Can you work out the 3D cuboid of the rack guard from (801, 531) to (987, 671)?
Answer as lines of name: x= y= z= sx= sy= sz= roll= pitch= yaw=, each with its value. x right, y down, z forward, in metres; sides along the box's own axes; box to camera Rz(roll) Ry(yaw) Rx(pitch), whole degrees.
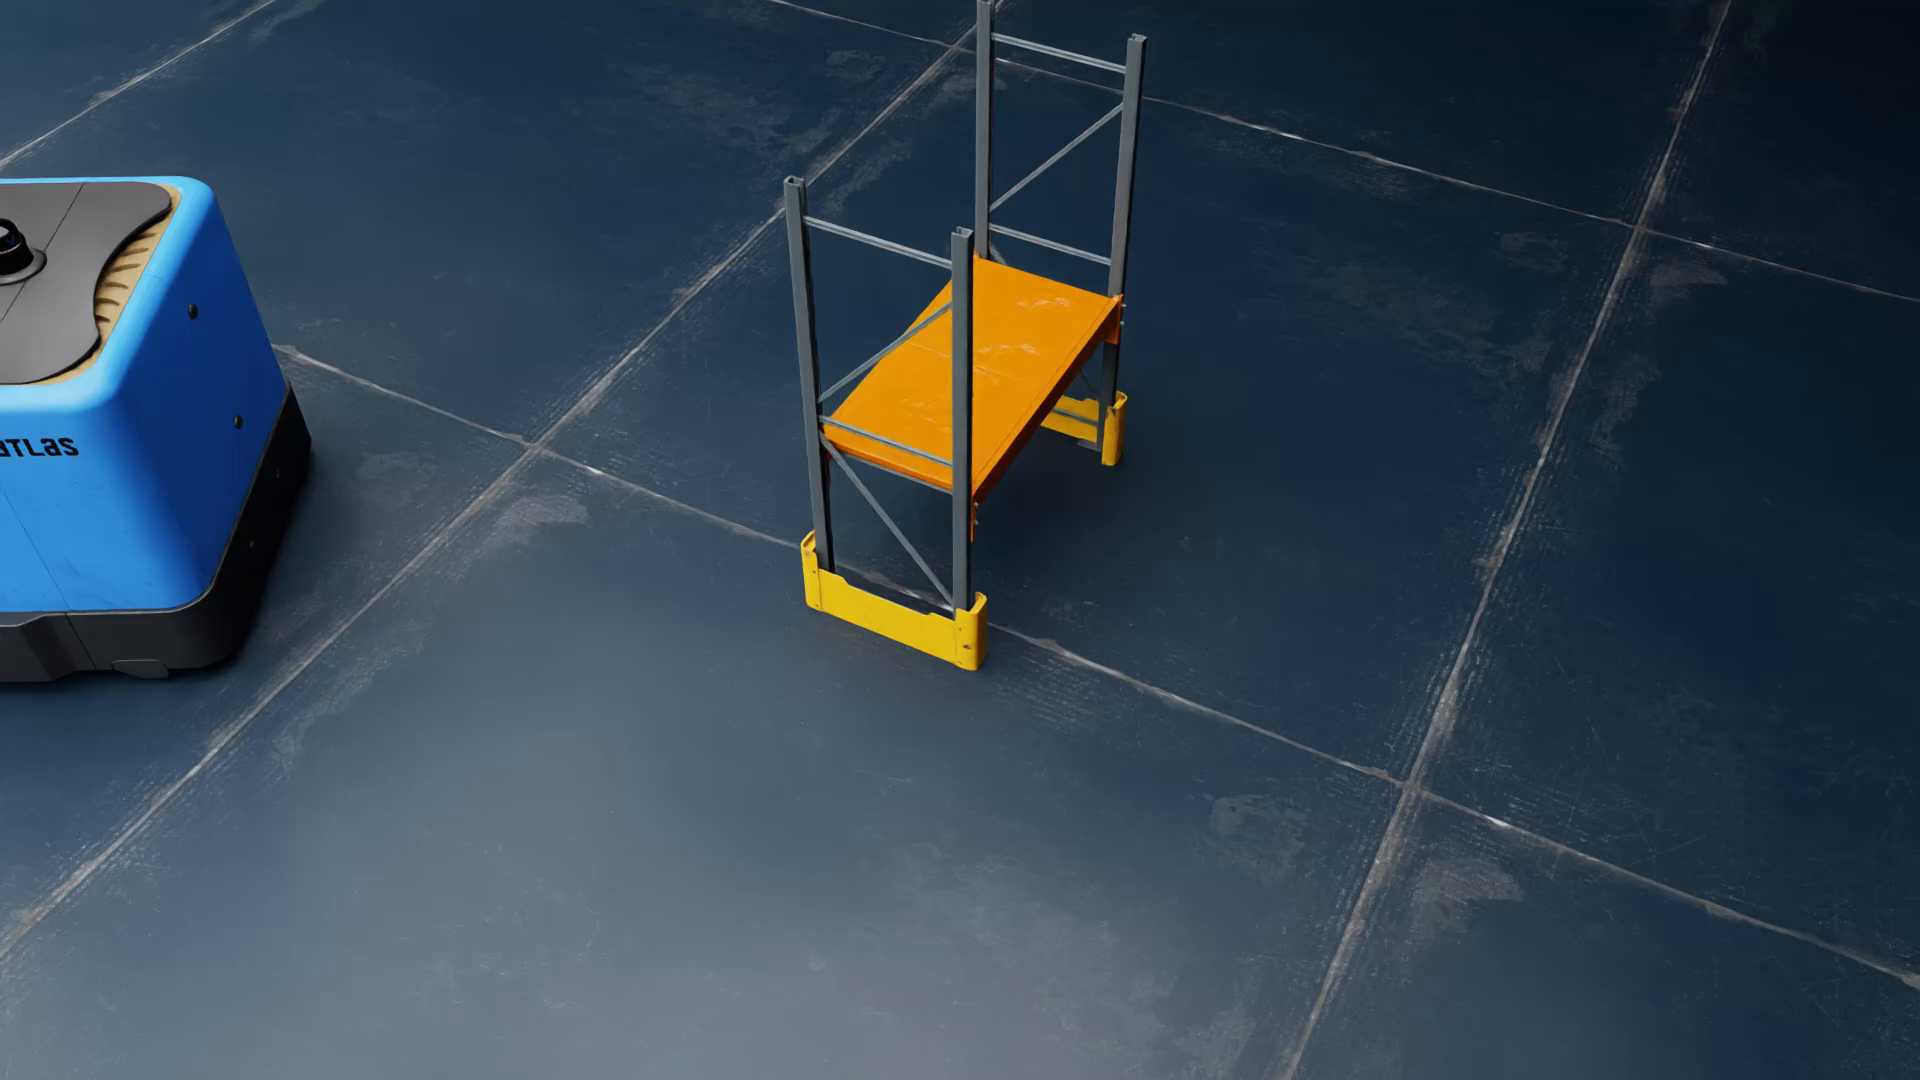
rack guard: x=-0.196 y=0.178 z=4.898 sx=0.587 sy=0.250 sz=0.087 roll=20 pitch=49 yaw=19

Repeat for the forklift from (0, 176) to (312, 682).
forklift: x=-3.629 y=-0.954 z=4.133 sx=3.031 sy=2.935 sz=1.130 roll=-1 pitch=45 yaw=-1

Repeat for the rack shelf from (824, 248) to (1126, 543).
rack shelf: x=0.040 y=-0.455 z=4.898 sx=0.538 sy=0.185 sz=1.000 roll=20 pitch=49 yaw=19

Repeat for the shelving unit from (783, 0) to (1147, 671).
shelving unit: x=0.035 y=-0.575 z=4.764 sx=0.587 sy=1.500 sz=1.083 roll=20 pitch=49 yaw=19

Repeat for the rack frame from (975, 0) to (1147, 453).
rack frame: x=0.276 y=-0.901 z=5.086 sx=0.500 sy=1.500 sz=0.032 roll=20 pitch=49 yaw=19

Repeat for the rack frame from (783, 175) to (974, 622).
rack frame: x=-0.196 y=-0.261 z=4.453 sx=0.500 sy=1.500 sz=0.032 roll=20 pitch=49 yaw=19

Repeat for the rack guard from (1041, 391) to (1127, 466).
rack guard: x=0.267 y=-0.450 z=5.519 sx=0.587 sy=0.250 sz=0.087 roll=20 pitch=49 yaw=19
